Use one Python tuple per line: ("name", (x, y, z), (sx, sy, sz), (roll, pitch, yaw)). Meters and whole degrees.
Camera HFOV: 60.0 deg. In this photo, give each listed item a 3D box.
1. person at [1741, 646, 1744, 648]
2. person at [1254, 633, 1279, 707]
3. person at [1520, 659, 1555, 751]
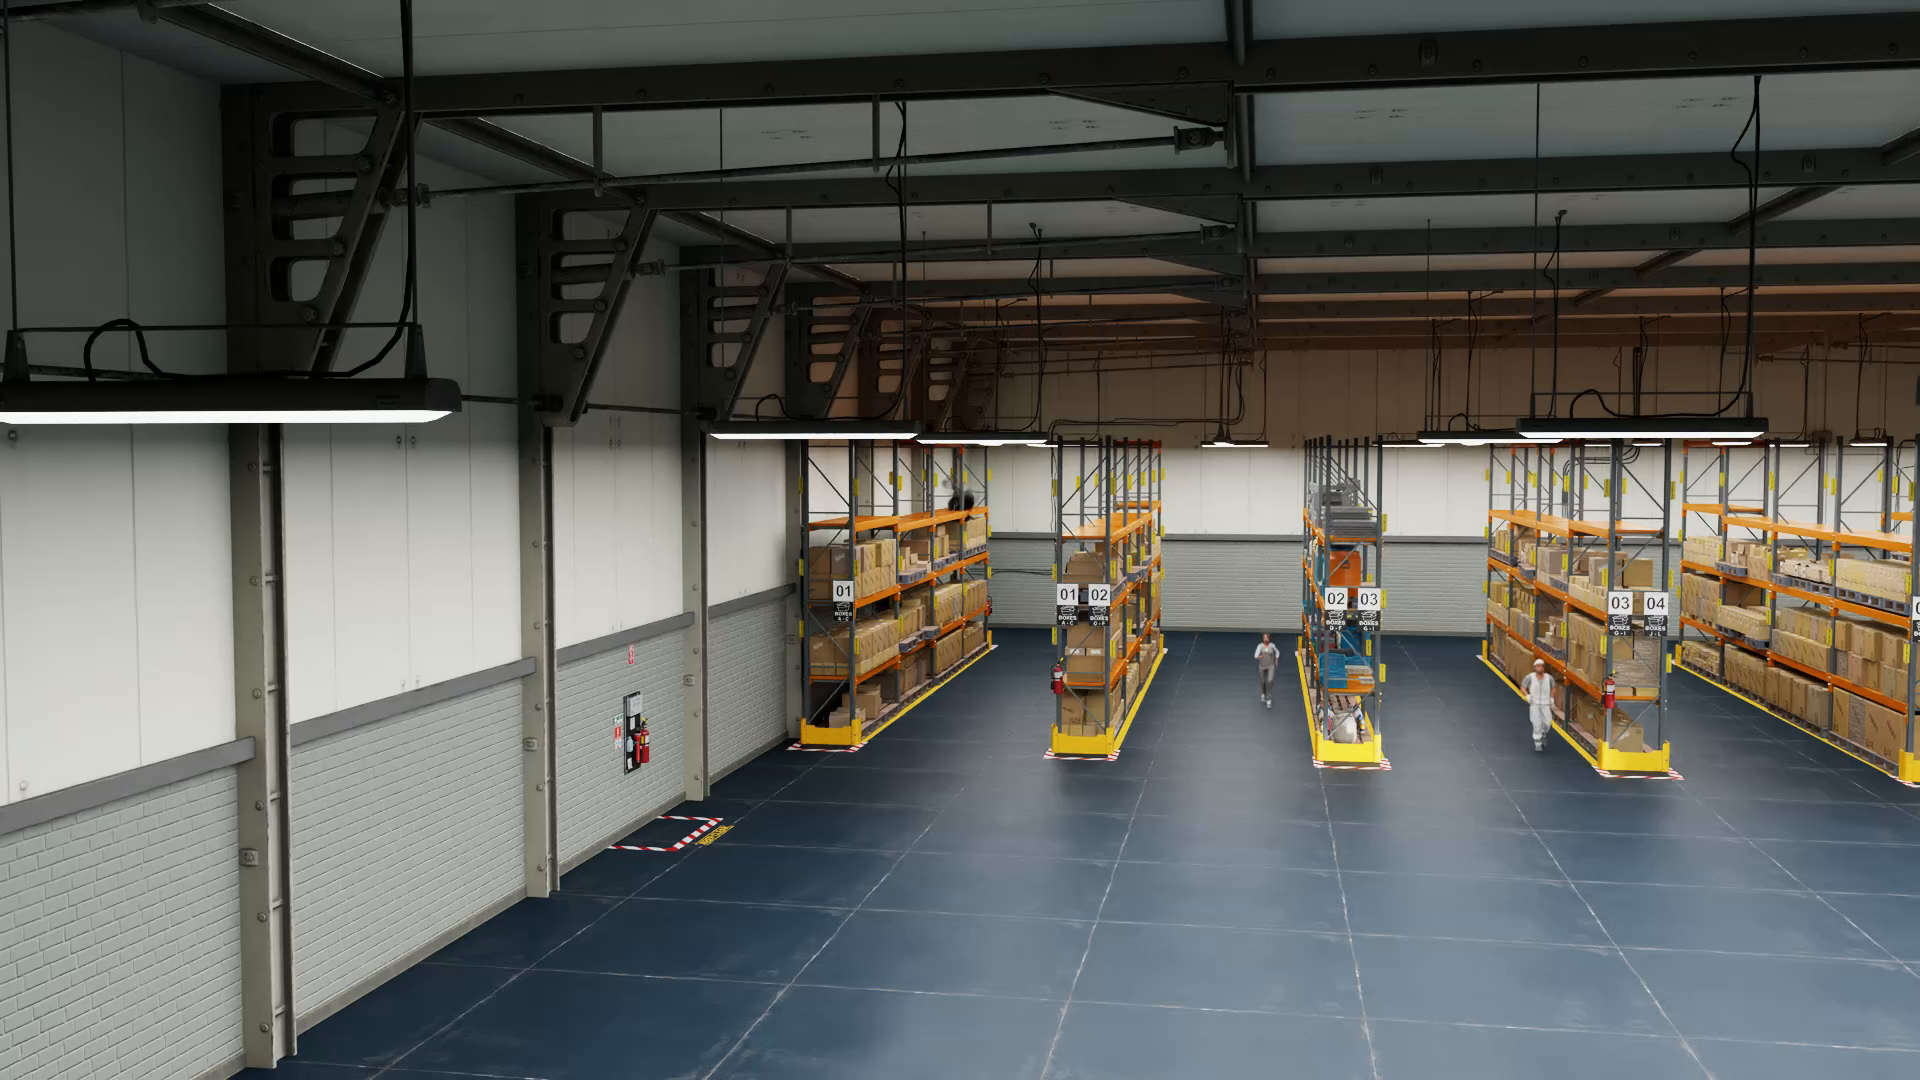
("person", (21.193, 2.513, 44.942), (0.731, 1.581, 0.536), (-1, 3, -18))
("person", (6.866, 2.884, 37.248), (0.530, 1.603, 0.863), (1, 3, 13))
("person", (11.002, 3.134, 31.619), (0.661, 1.745, 0.586), (1, 3, 10))
